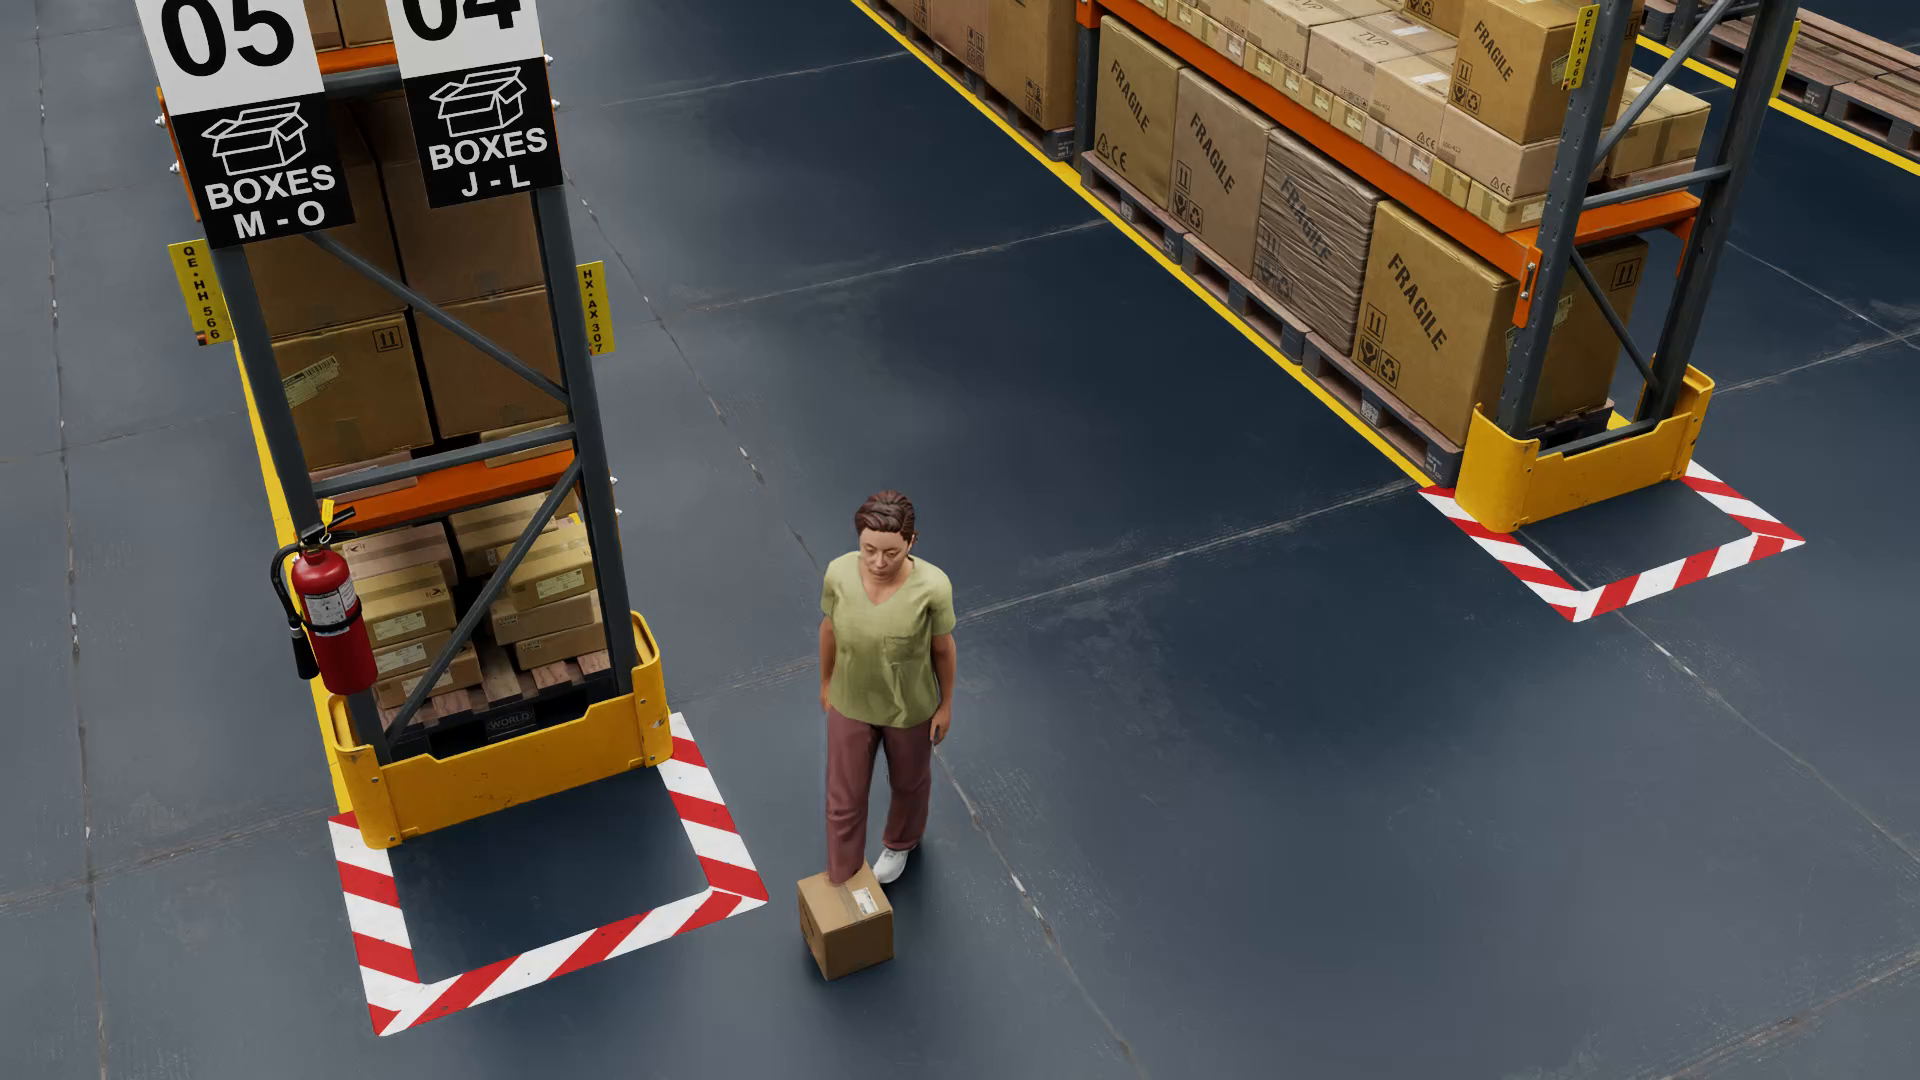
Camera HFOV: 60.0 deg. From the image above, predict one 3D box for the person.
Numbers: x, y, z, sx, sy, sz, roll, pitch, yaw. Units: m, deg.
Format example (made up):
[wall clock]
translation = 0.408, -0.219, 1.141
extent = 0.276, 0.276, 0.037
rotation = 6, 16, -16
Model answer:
[person]
translation = -0.266, 0.600, 5.358
extent = 0.465, 1.665, 0.680
rotation = 6, 38, 8
